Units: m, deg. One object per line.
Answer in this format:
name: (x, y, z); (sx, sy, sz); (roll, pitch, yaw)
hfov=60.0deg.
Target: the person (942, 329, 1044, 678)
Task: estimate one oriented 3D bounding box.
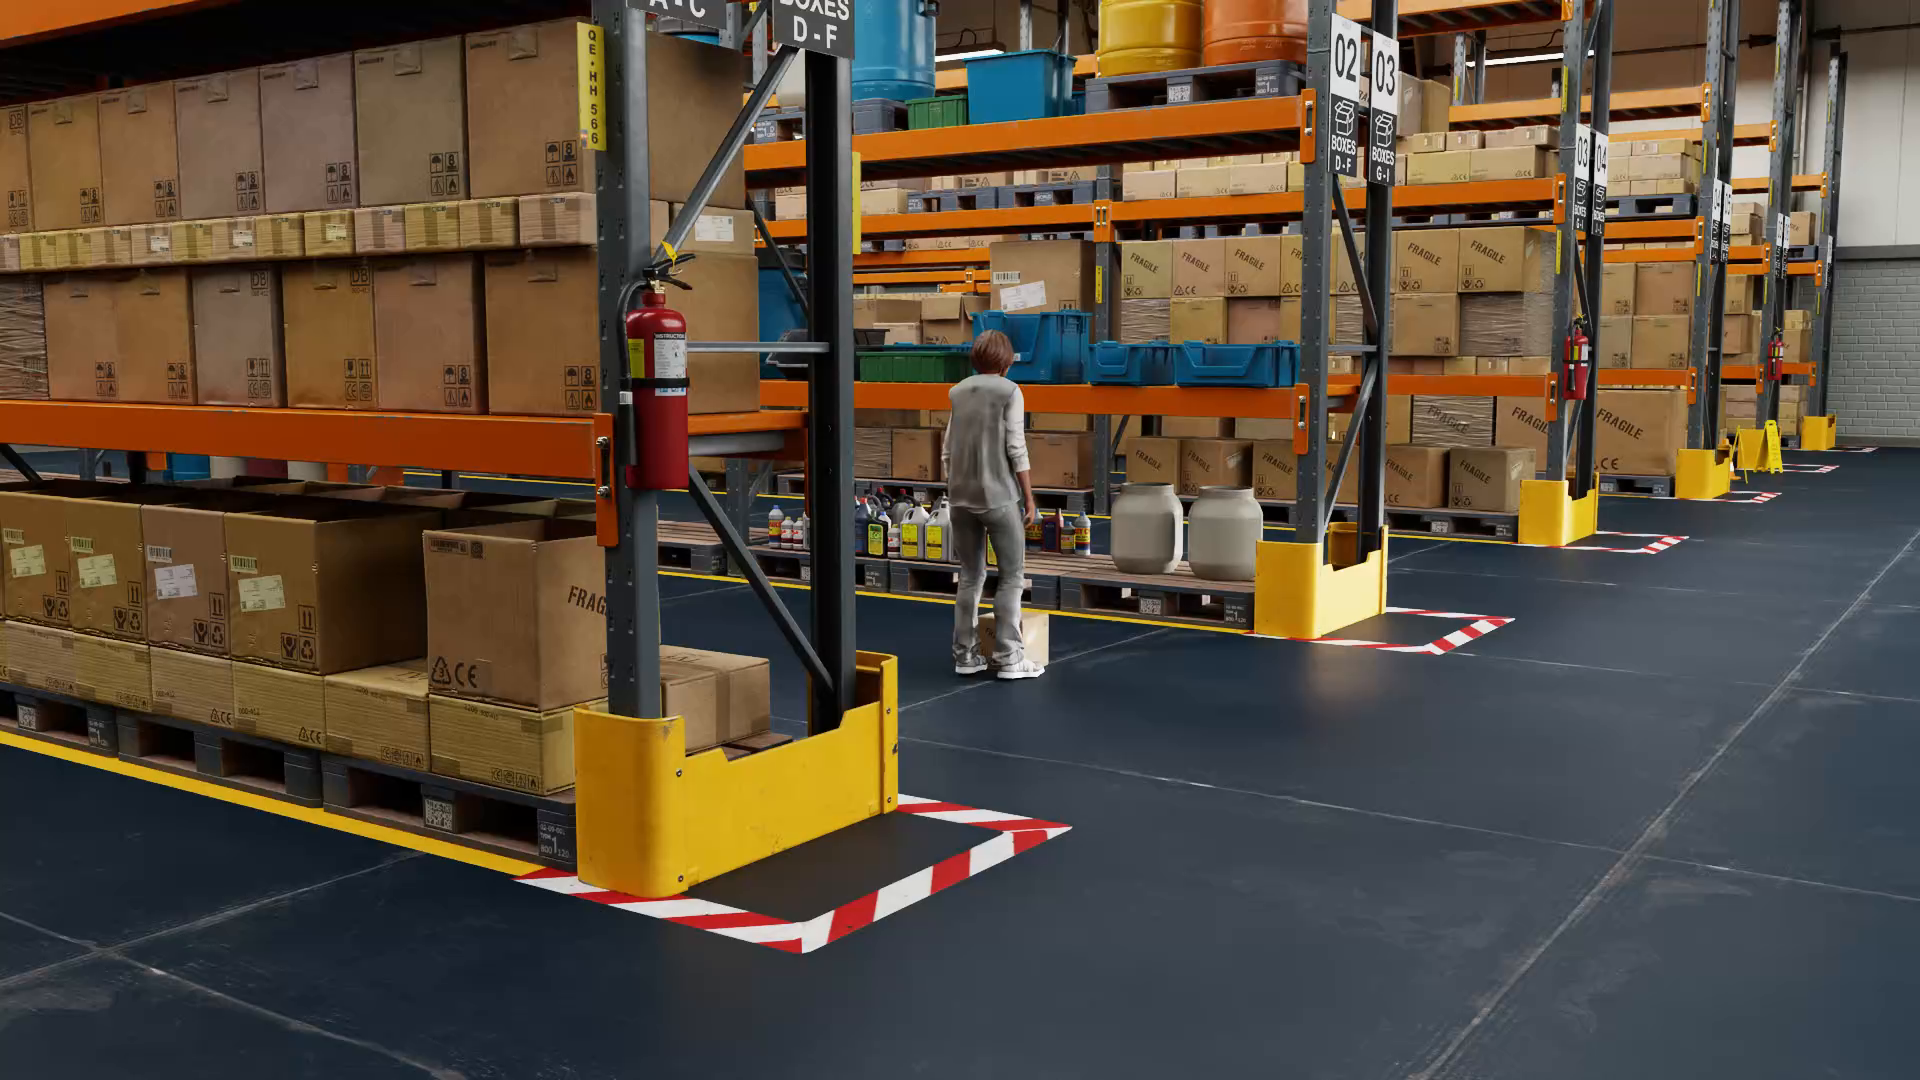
person: (0.127, -0.164, 7.632); (0.461, 1.592, 0.343); (4, 8, 34)
